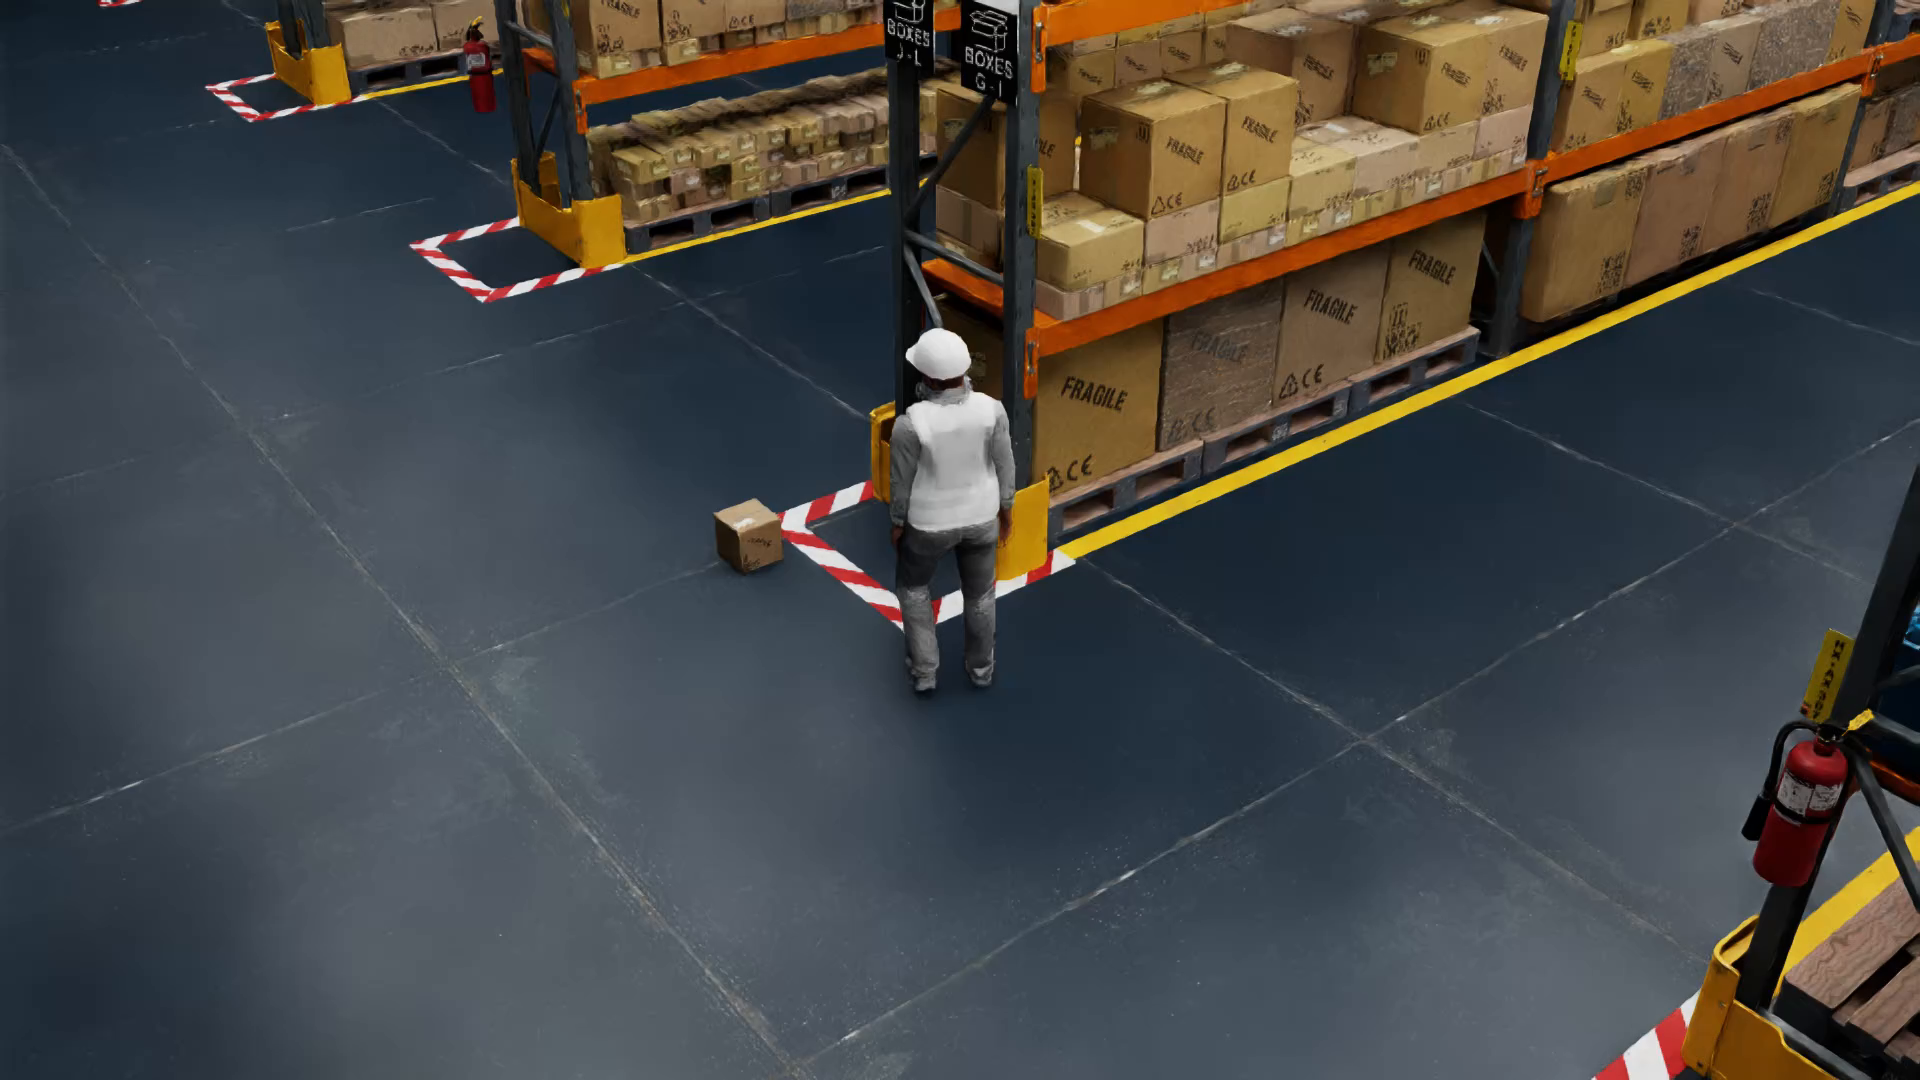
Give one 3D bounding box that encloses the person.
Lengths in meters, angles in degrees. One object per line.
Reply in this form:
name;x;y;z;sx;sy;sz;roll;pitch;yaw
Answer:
person;-0.038;-0.102;7.289;0.565;1.804;0.365;-8;33;-13
